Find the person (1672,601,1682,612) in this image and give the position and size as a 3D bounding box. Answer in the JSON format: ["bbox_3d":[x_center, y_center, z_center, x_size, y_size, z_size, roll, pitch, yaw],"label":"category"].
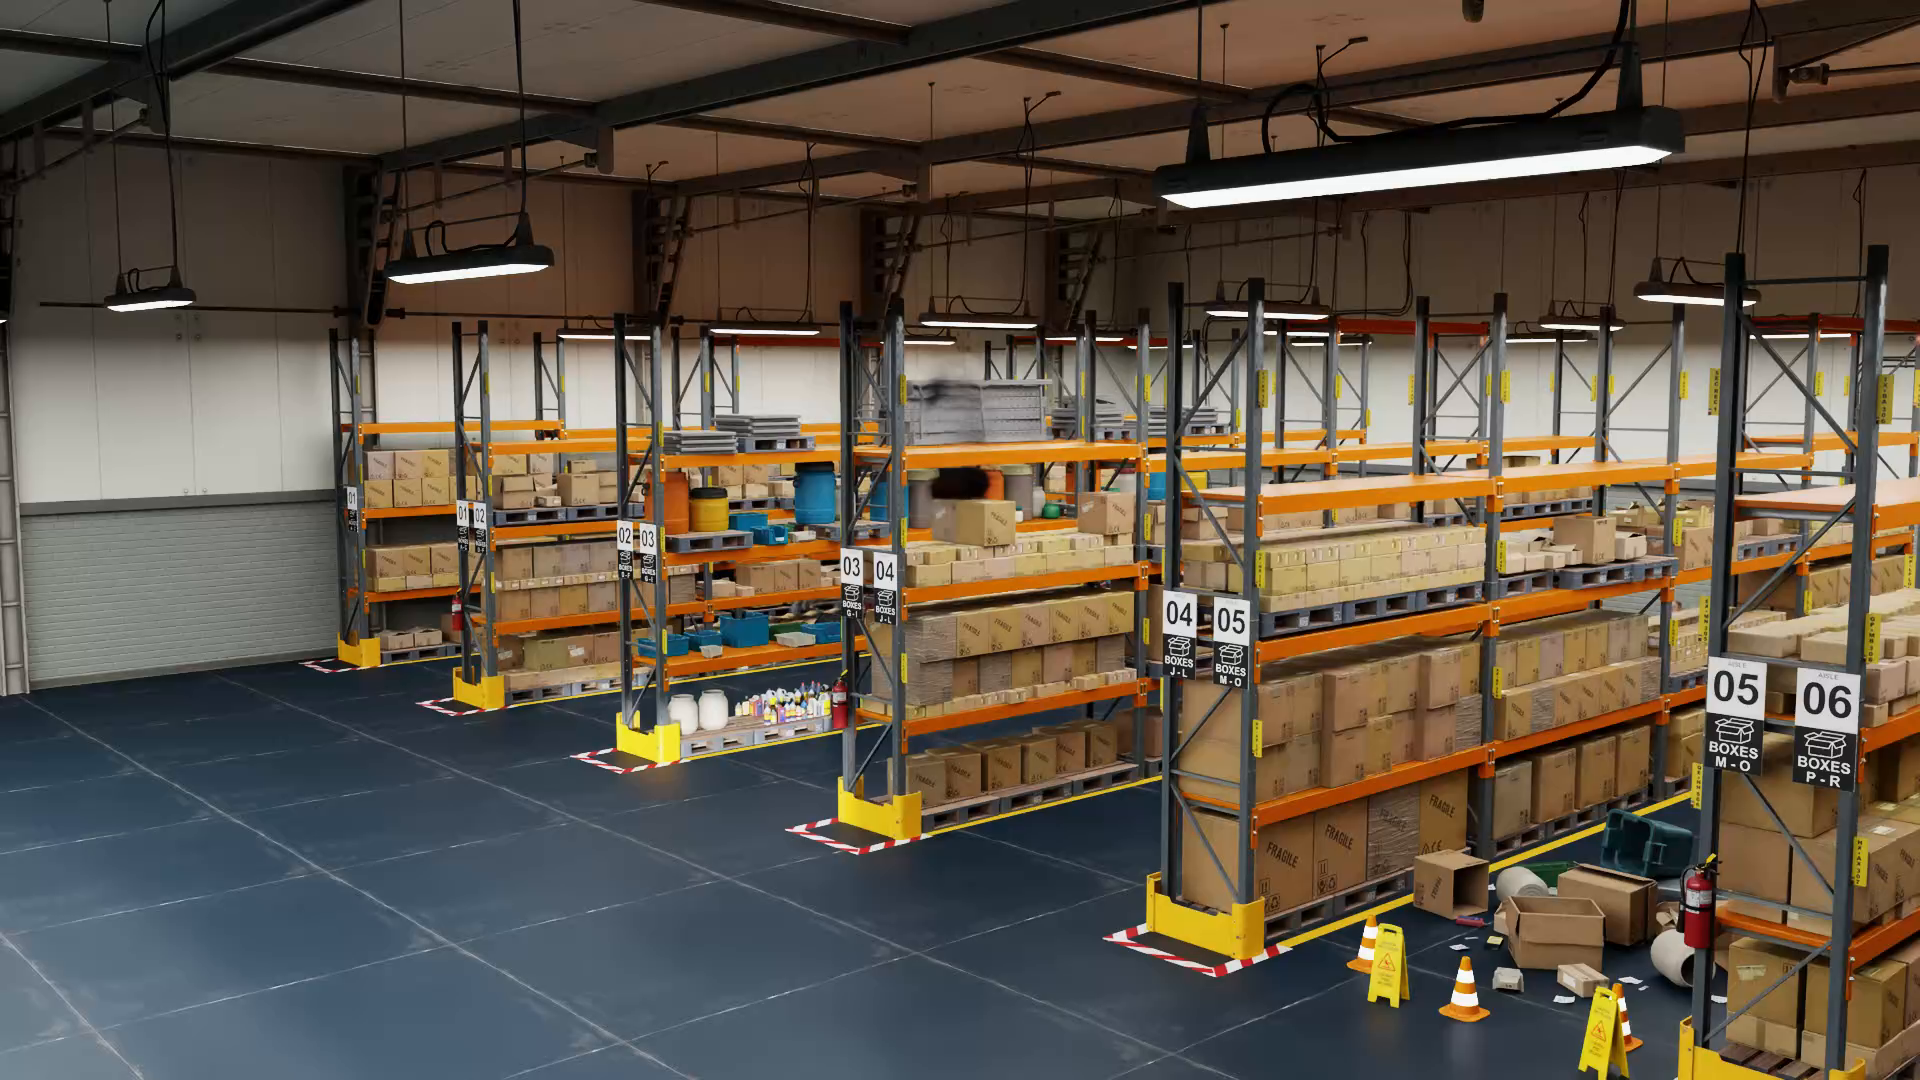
[{"bbox_3d":[10.967,1.813,25.427,0.879,1.766,0.677,-4,7,-32],"label":"person"}]

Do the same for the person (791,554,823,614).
[{"bbox_3d":[-3.121,1.032,33.651,0.547,1.650,0.877,4,7,38],"label":"person"}]
